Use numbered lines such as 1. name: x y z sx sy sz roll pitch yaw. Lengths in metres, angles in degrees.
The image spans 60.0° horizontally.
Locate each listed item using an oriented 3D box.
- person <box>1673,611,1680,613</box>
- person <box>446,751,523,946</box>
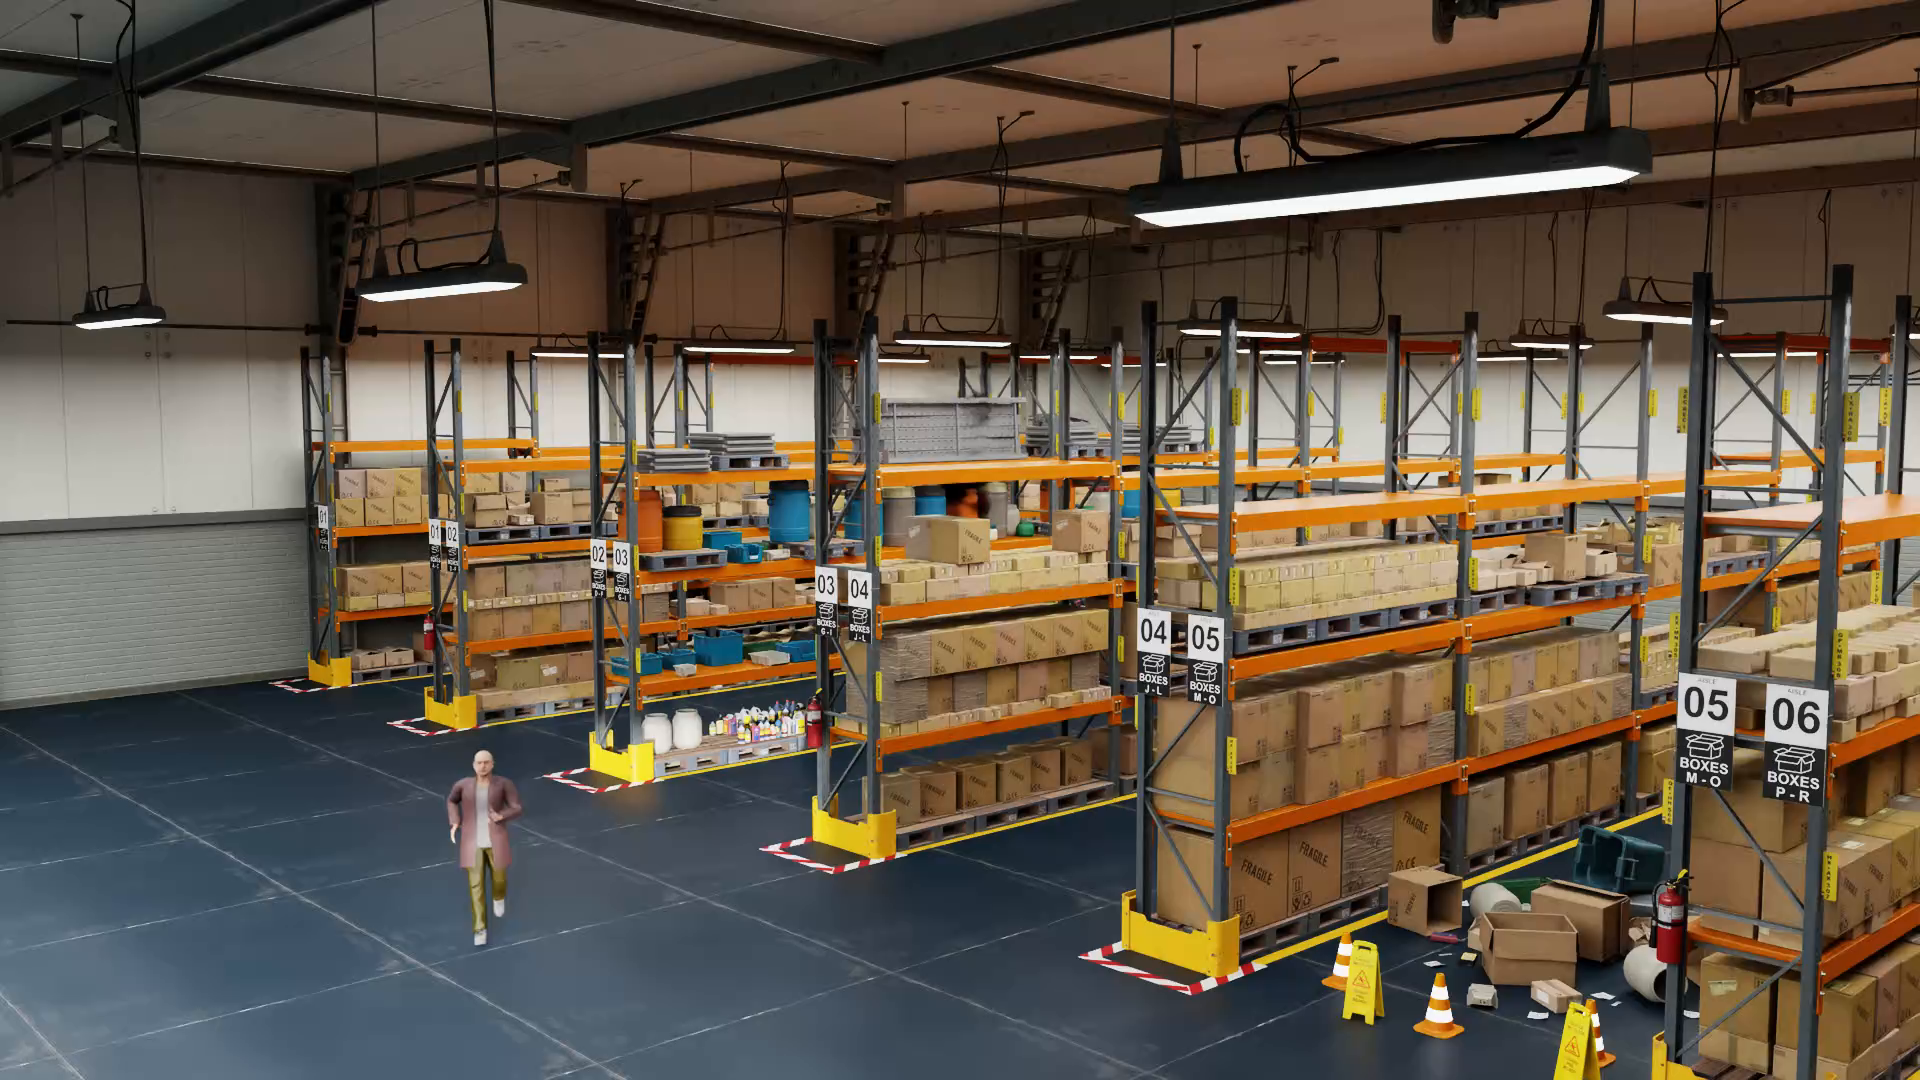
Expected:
1. person: 11.337 1.995 26.248 0.864 1.769 0.665 -5 7 -43
2. person: -4.533 2.880 15.857 0.715 1.754 1.021 -1 5 -13
